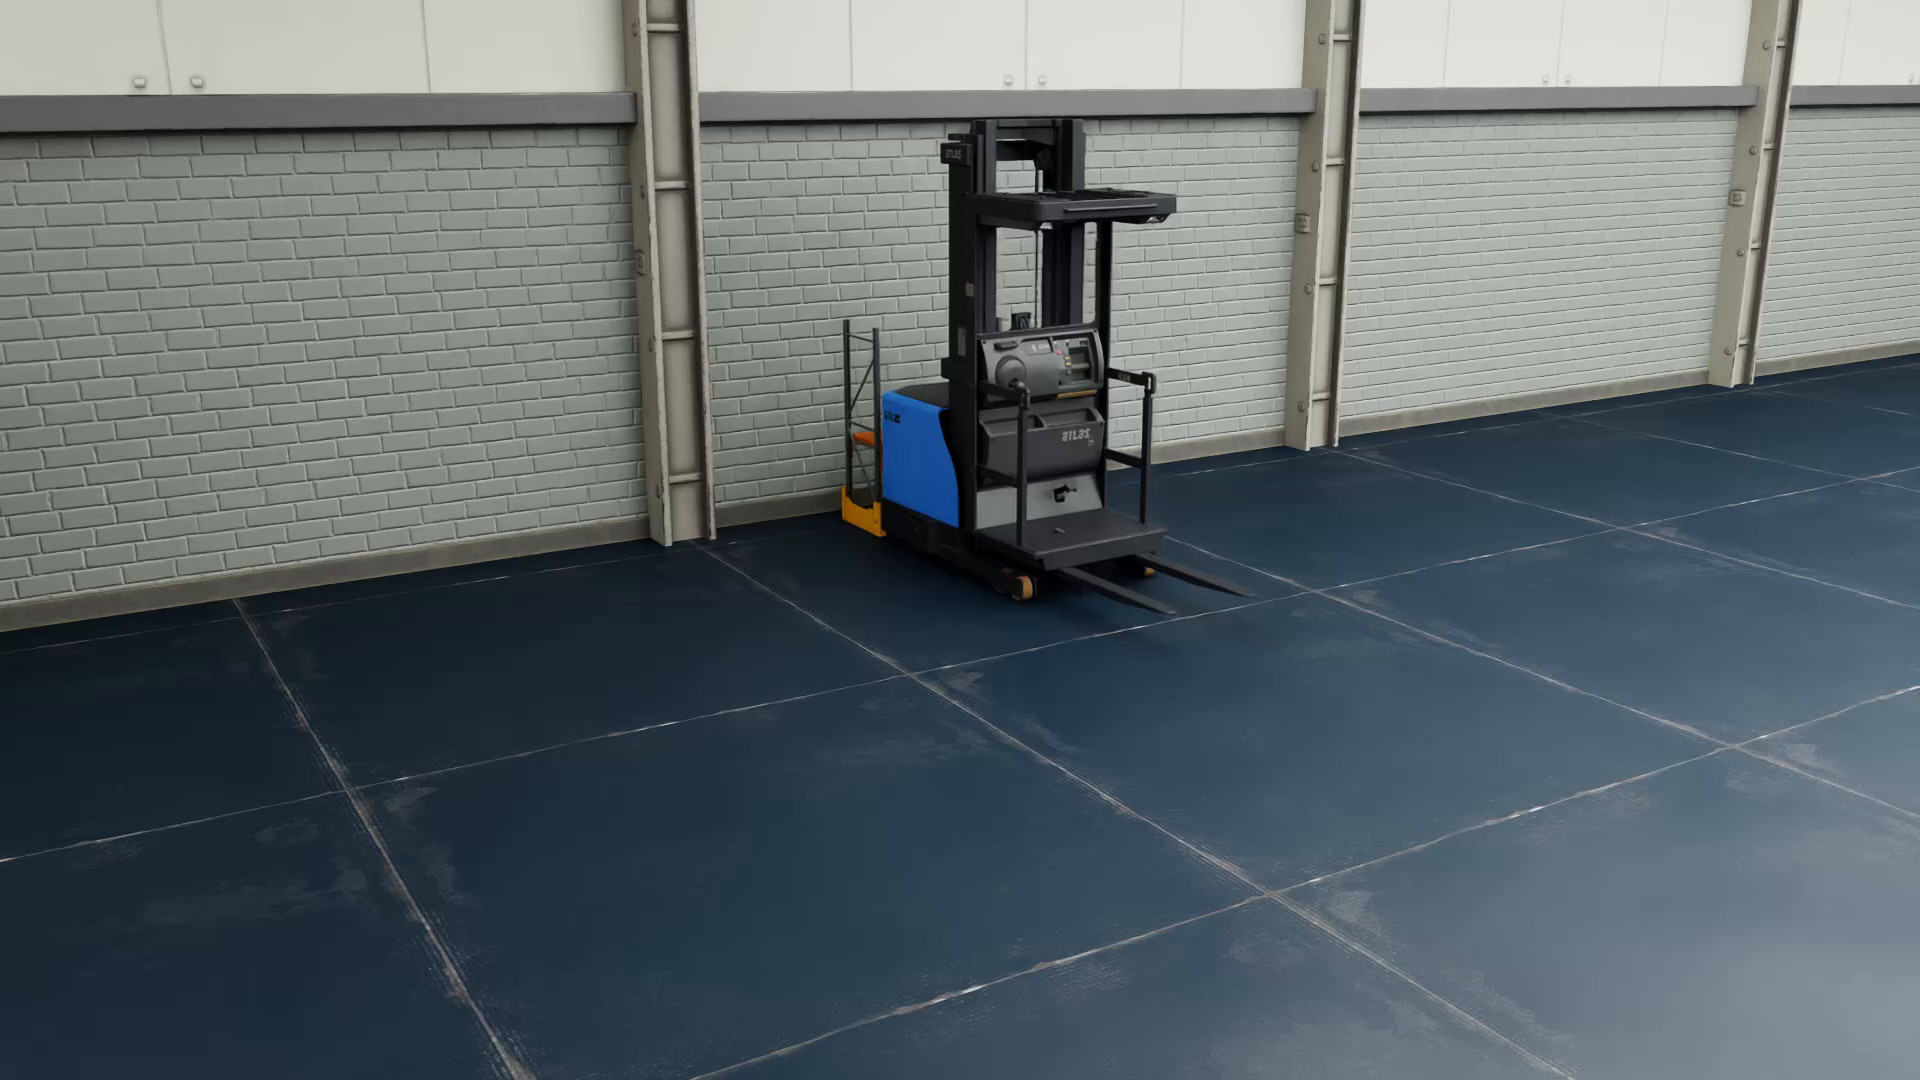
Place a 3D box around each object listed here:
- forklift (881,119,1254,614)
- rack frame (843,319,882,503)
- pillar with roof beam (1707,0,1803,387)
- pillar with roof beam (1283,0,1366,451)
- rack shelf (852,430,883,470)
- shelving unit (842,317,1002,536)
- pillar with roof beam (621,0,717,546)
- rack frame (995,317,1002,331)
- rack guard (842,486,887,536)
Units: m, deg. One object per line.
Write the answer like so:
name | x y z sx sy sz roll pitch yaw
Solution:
forklift | 0.657 -1.166 10.638 1.130 2.935 3.031 -10 18 -31
rack frame | -0.707 -0.820 12.058 0.032 1.500 0.500 -9 18 -30
pillar with roof beam | 10.508 -5.023 13.157 0.400 9.000 9.100 -9 18 -30
pillar with roof beam | 5.365 -4.189 10.181 0.400 9.000 9.100 -9 18 -30
rack shelf | -0.271 -0.718 12.359 1.000 0.185 0.538 -9 18 -30
shelving unit | -0.279 -0.890 12.306 1.083 1.500 0.587 -9 18 -30
pillar with roof beam | 0.222 -3.355 7.206 0.400 9.000 9.100 -9 18 -30
rack frame | 0.165 -0.962 12.562 0.032 1.500 0.500 -9 18 -30
rack guard | -0.706 -0.219 12.227 0.087 0.250 0.587 -9 18 -30
